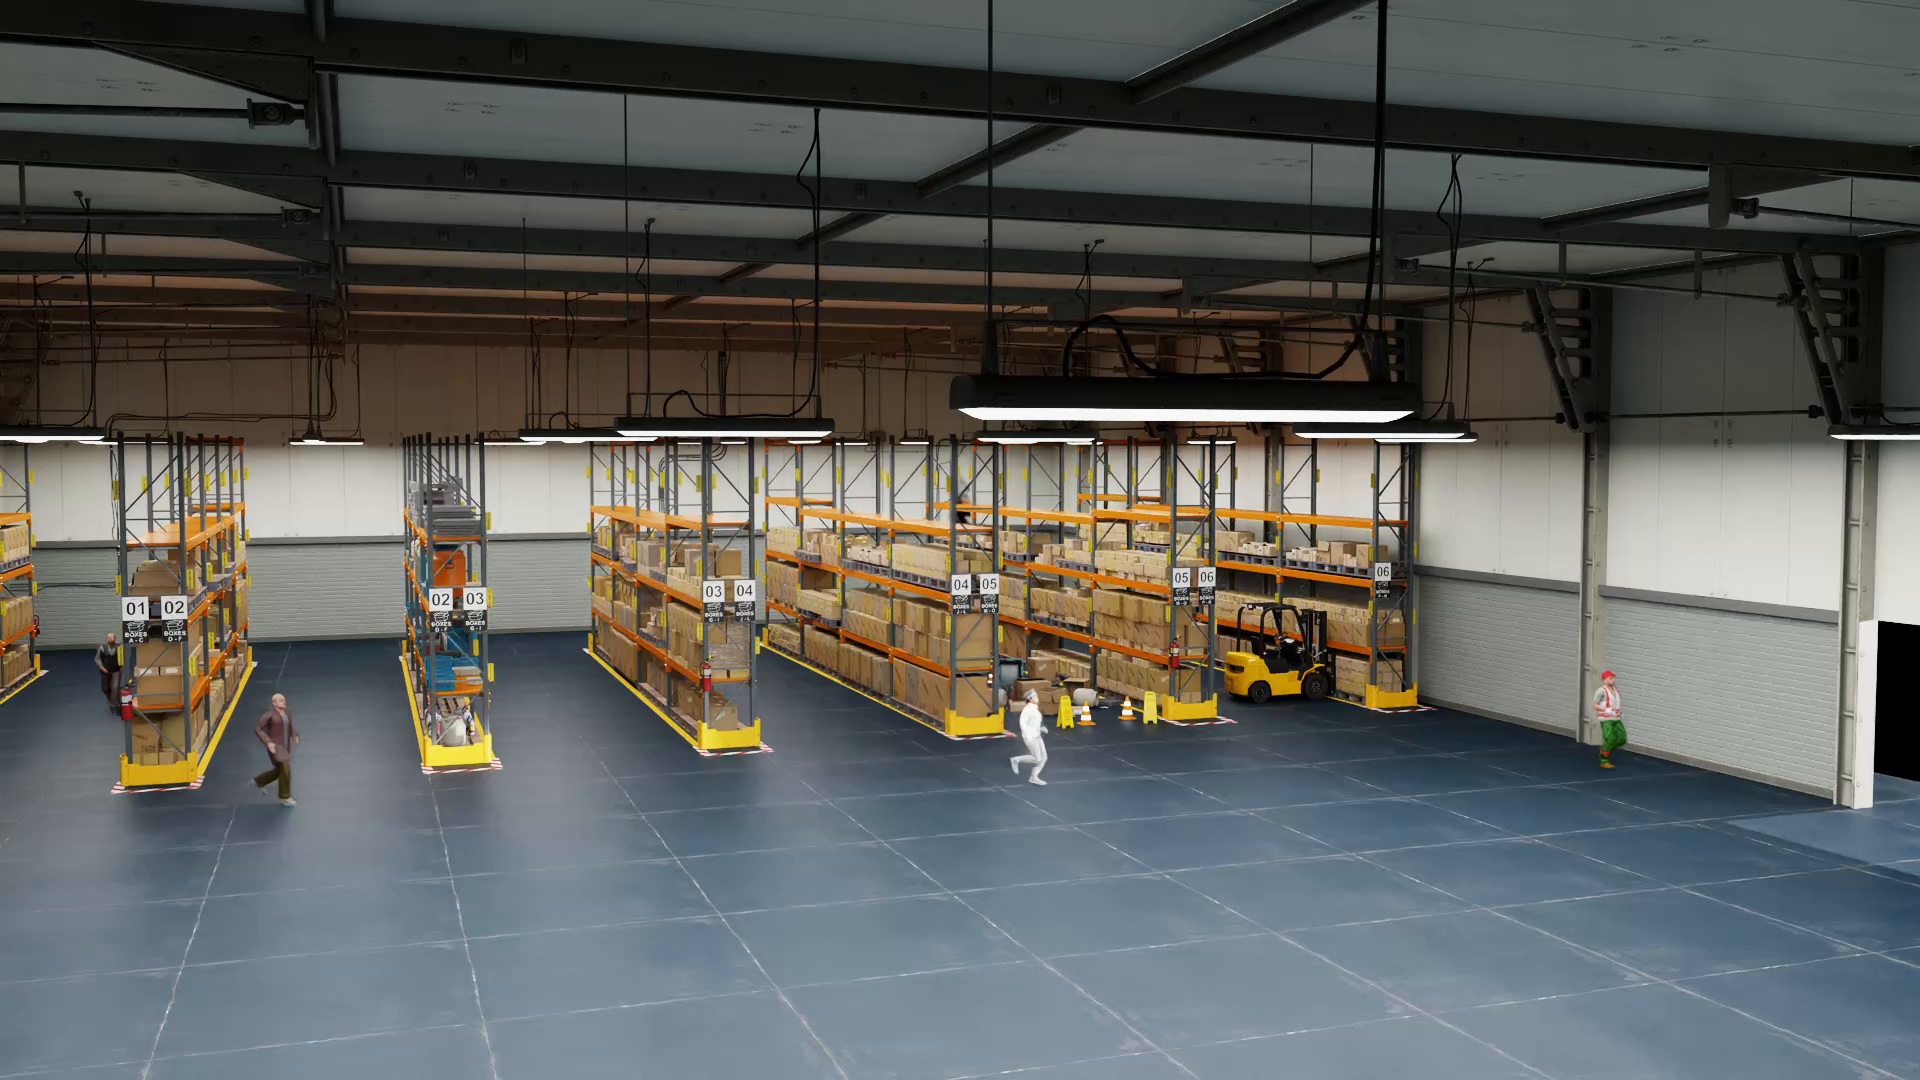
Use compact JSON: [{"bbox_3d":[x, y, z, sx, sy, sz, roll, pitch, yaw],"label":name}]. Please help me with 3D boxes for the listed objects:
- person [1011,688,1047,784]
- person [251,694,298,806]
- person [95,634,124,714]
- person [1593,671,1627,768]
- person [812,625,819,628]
[{"bbox_3d":[1.185,3.335,28.320,0.588,1.637,0.622,1,3,19],"label":"person"},{"bbox_3d":[-11.031,3.383,26.741,0.888,1.763,0.711,1,3,16],"label":"person"},{"bbox_3d":[-18.504,2.890,36.269,0.643,1.710,1.000,-1,3,-21],"label":"person"},{"bbox_3d":[11.601,3.202,29.614,0.648,1.740,0.596,-1,3,-24],"label":"person"},{"bbox_3d":[-4.455,1.802,49.892,0.583,1.782,0.669,-2,4,-30],"label":"person"}]
